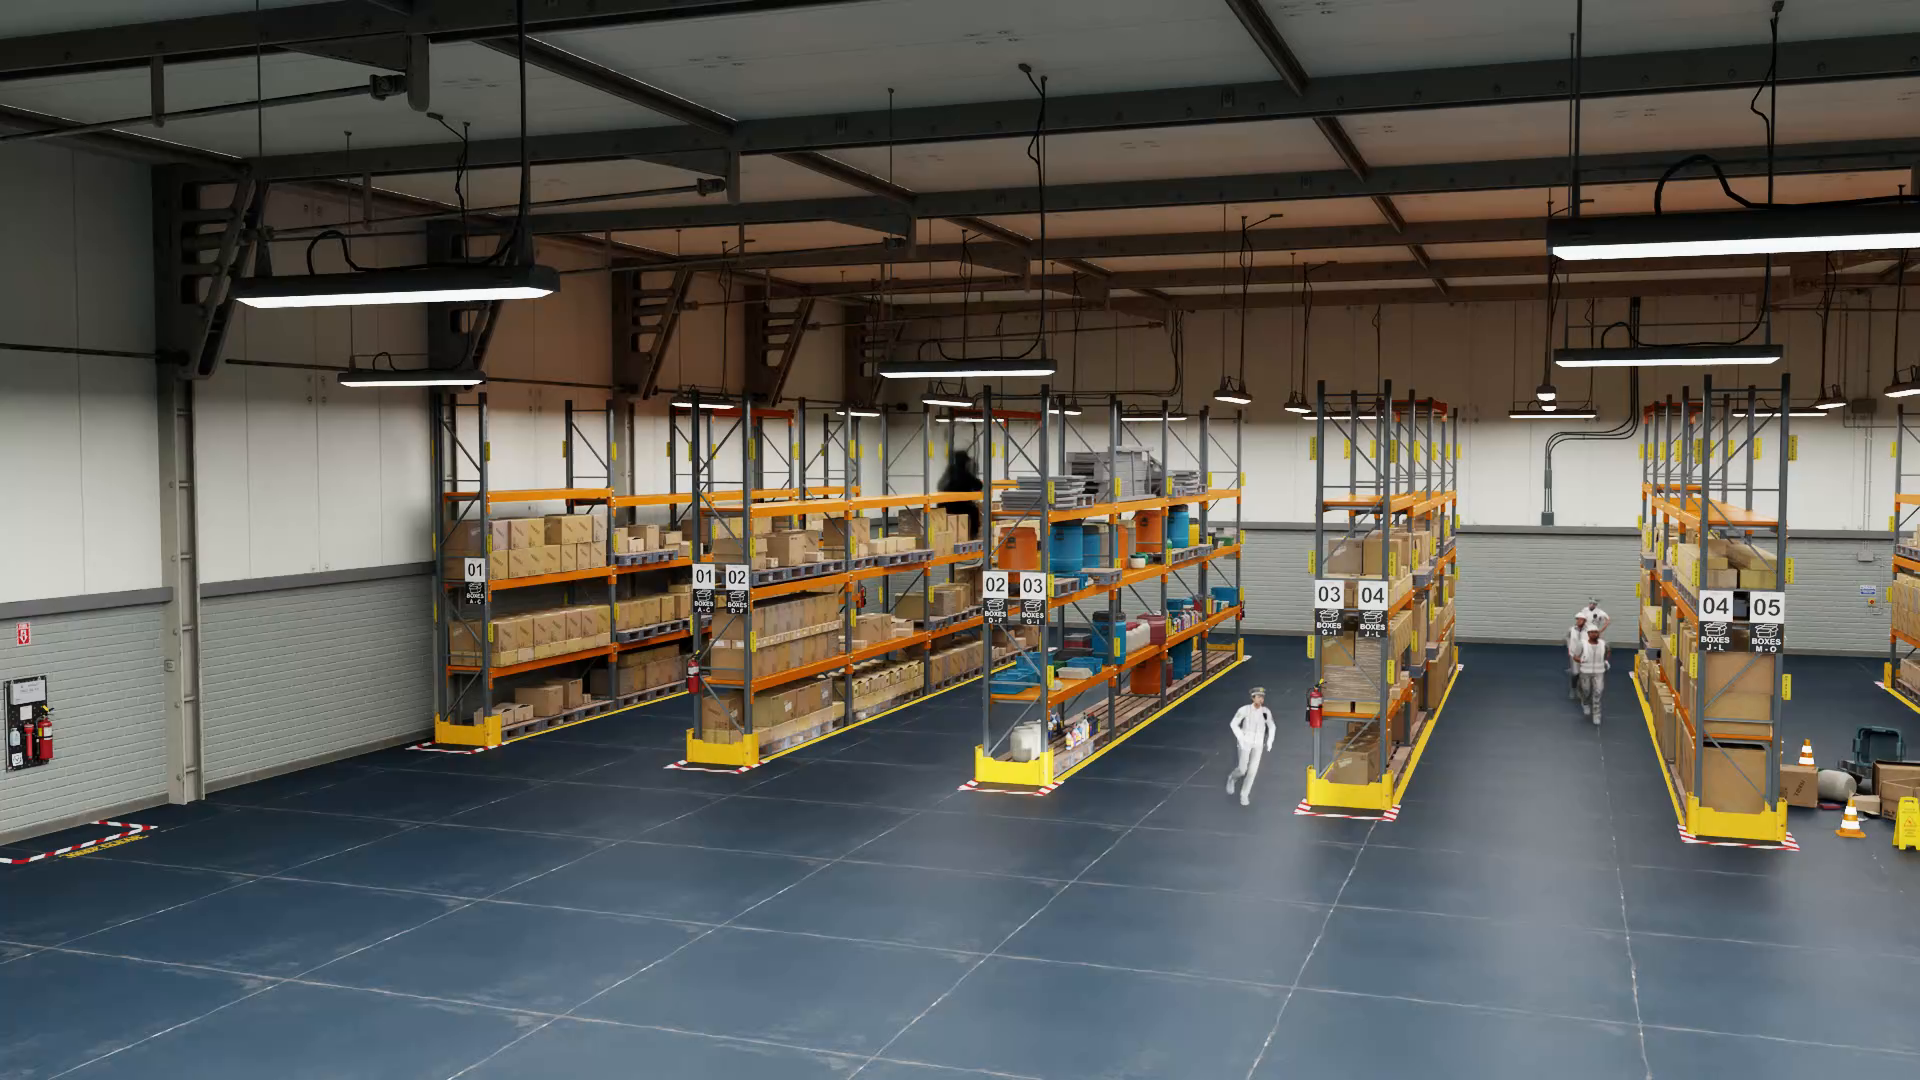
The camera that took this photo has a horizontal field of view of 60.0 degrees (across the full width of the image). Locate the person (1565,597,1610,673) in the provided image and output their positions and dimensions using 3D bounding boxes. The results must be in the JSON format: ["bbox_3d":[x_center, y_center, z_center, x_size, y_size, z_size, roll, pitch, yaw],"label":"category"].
[{"bbox_3d":[14.274,2.142,37.706,0.999,1.729,0.770,-2,4,-30],"label":"person"}]

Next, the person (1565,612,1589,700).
[{"bbox_3d":[12.493,2.351,33.463,0.627,1.788,0.704,1,3,23],"label":"person"}]

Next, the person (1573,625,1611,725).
[{"bbox_3d":[11.666,2.456,30.680,0.684,1.782,0.984,1,3,13],"label":"person"}]

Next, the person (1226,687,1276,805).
[{"bbox_3d":[4.200,2.915,23.822,0.666,1.651,0.622,0,3,-7],"label":"person"}]
